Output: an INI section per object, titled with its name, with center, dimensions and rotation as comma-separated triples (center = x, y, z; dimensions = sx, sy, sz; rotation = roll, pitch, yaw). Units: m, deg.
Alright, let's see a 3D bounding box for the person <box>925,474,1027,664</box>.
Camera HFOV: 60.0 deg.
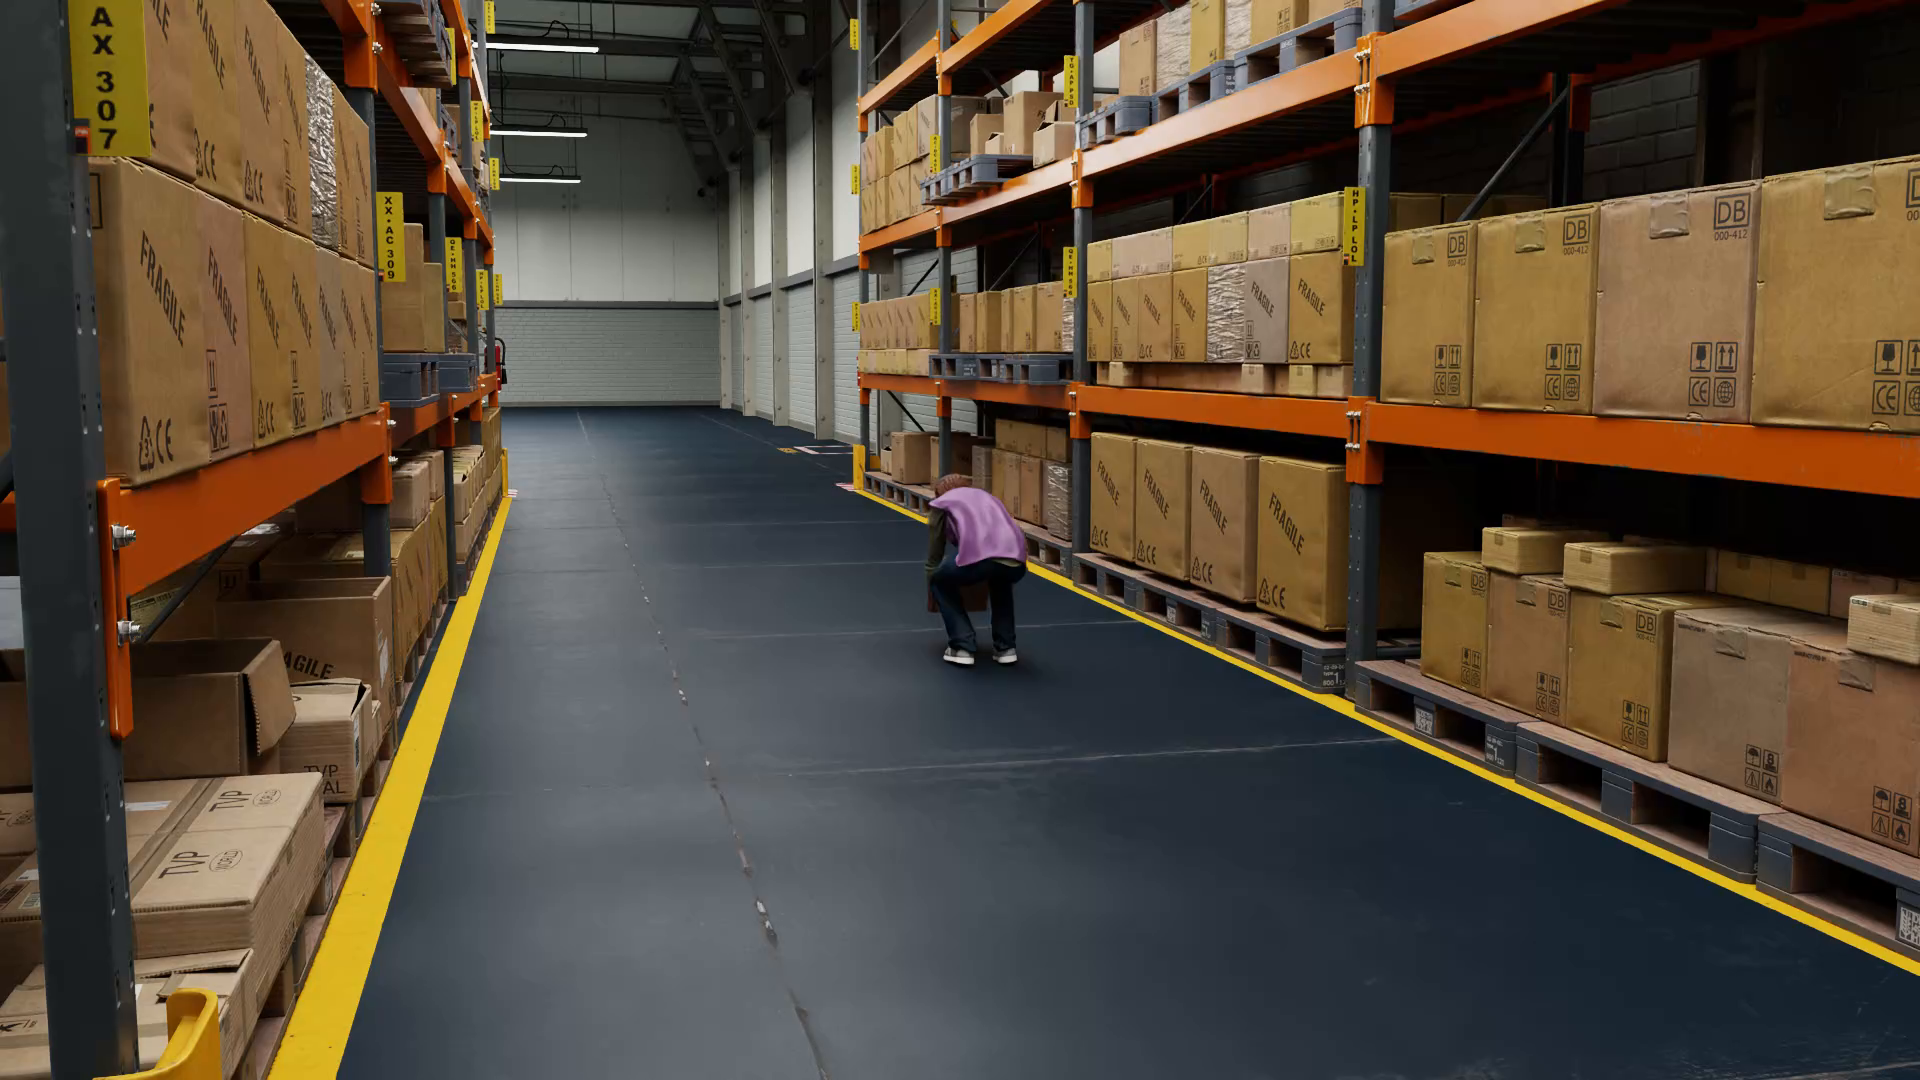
[person]
center = 0.069, 0.144, 8.246
dimensions = 0.426, 0.902, 0.838
rotation = -2, 7, -15
